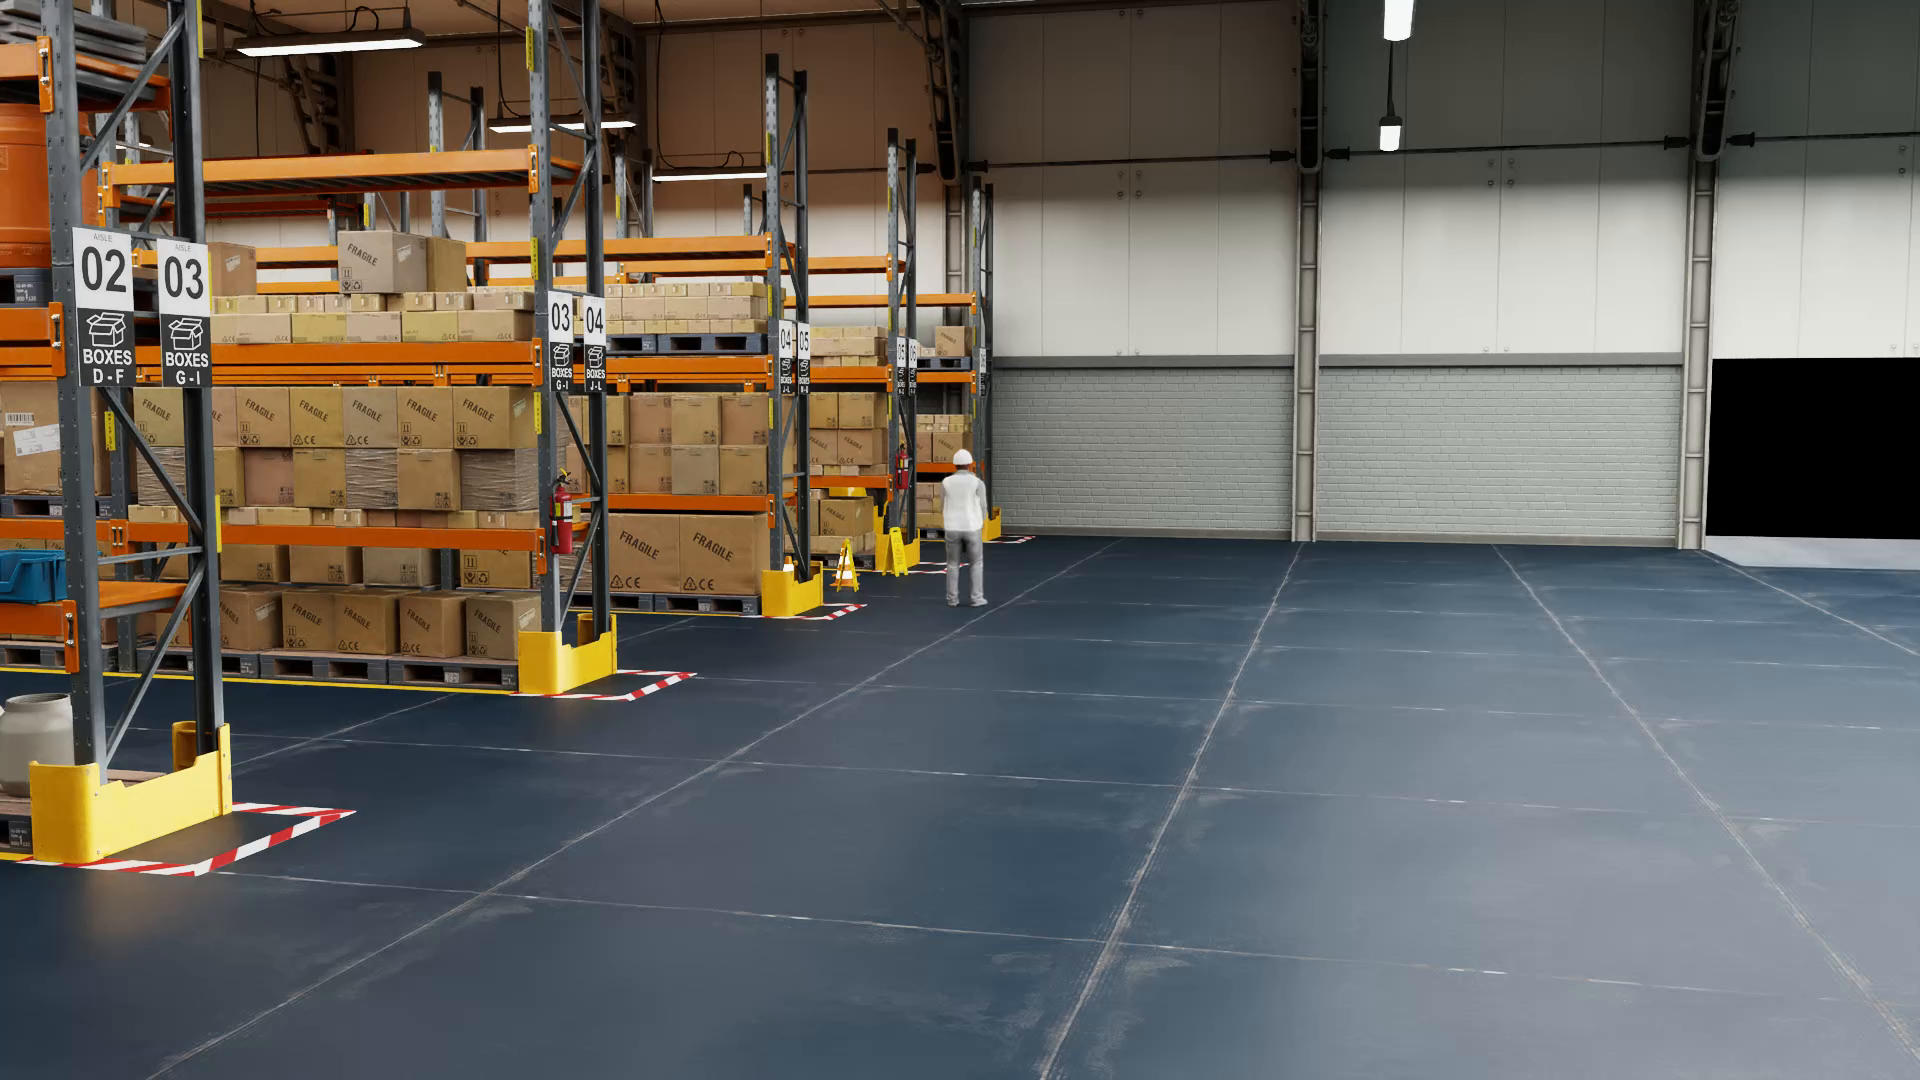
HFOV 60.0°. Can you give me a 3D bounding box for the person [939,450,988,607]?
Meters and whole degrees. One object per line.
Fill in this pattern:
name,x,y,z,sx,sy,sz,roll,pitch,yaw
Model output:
person,0.037,-0.137,18.955,0.553,1.778,0.434,1,5,12
